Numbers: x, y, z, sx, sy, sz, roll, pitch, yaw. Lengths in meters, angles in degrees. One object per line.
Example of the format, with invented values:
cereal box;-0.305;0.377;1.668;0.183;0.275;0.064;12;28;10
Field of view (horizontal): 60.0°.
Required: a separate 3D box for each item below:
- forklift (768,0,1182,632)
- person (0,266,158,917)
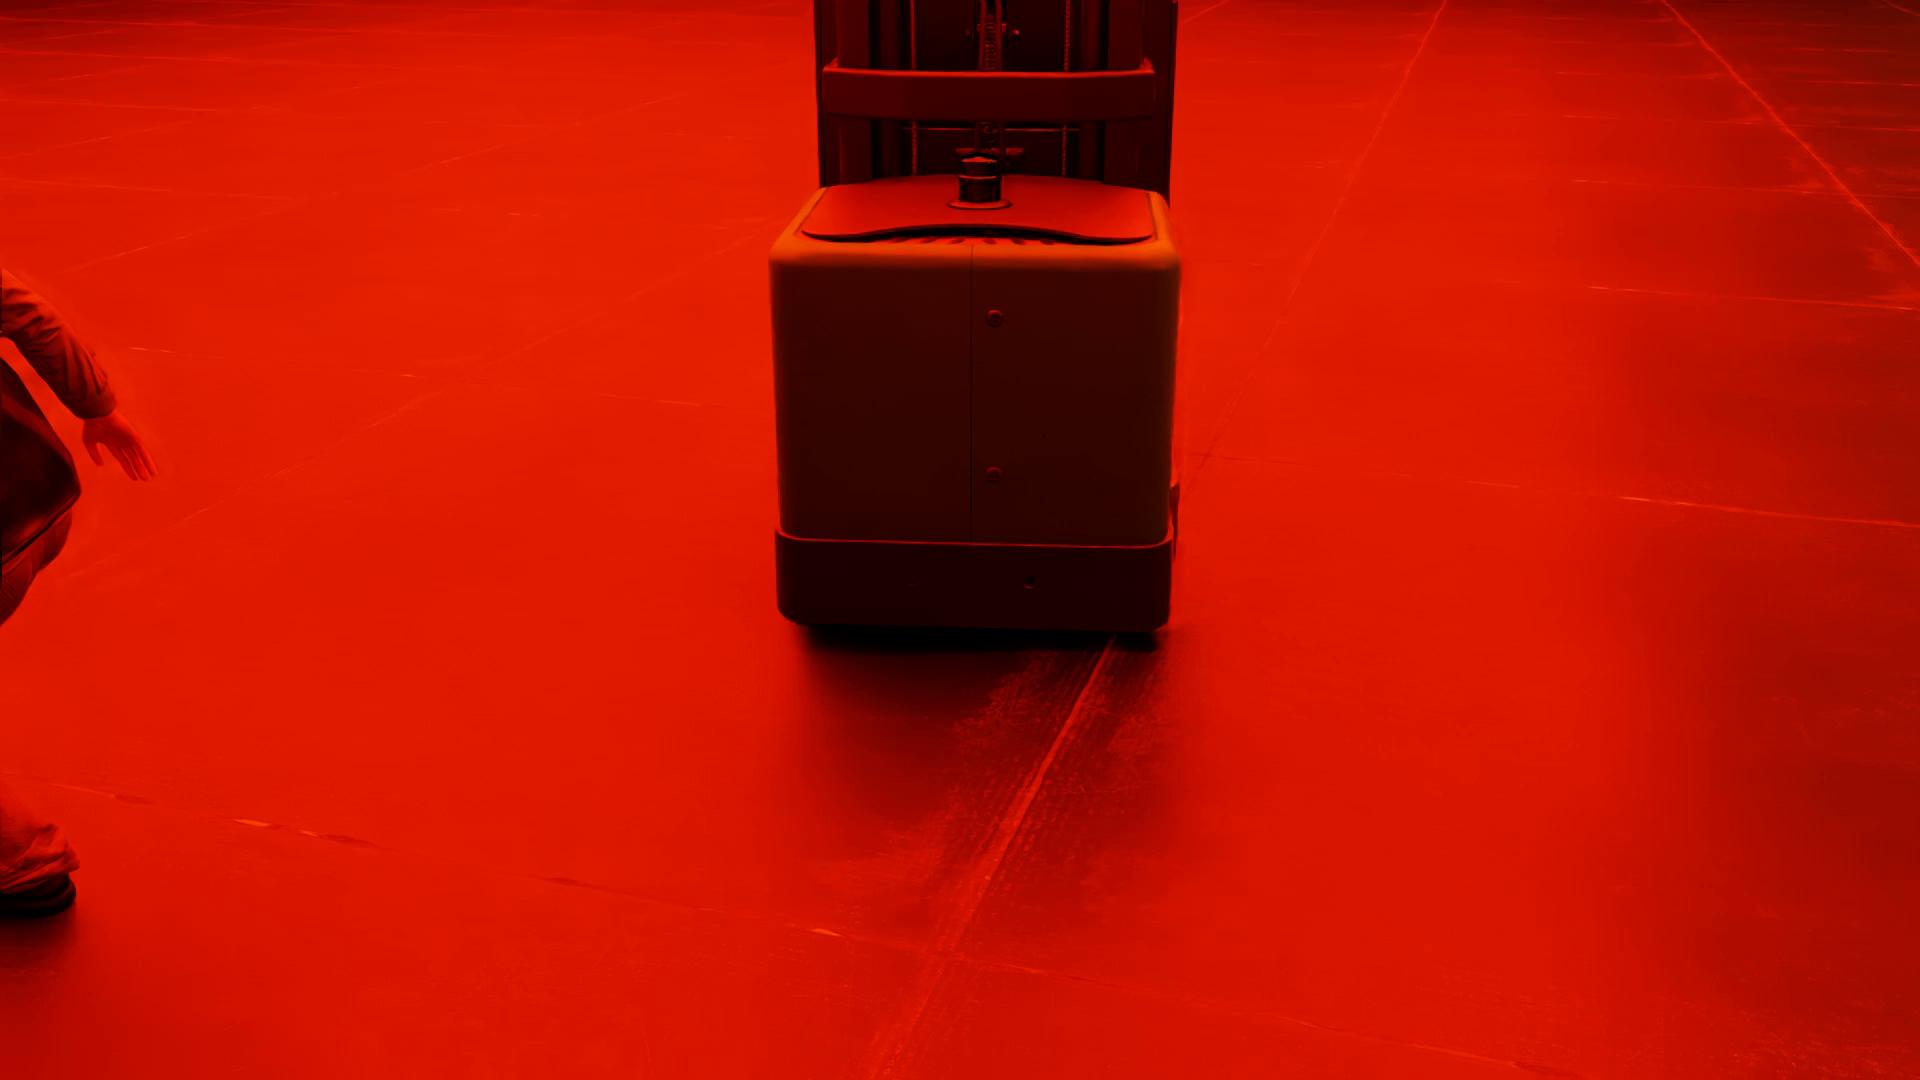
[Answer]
forklift;0.122;-1.633;5.235;1.130;2.935;3.031;1;22;3
person;-2.099;-0.038;3.212;0.770;1.555;0.745;4;23;9
